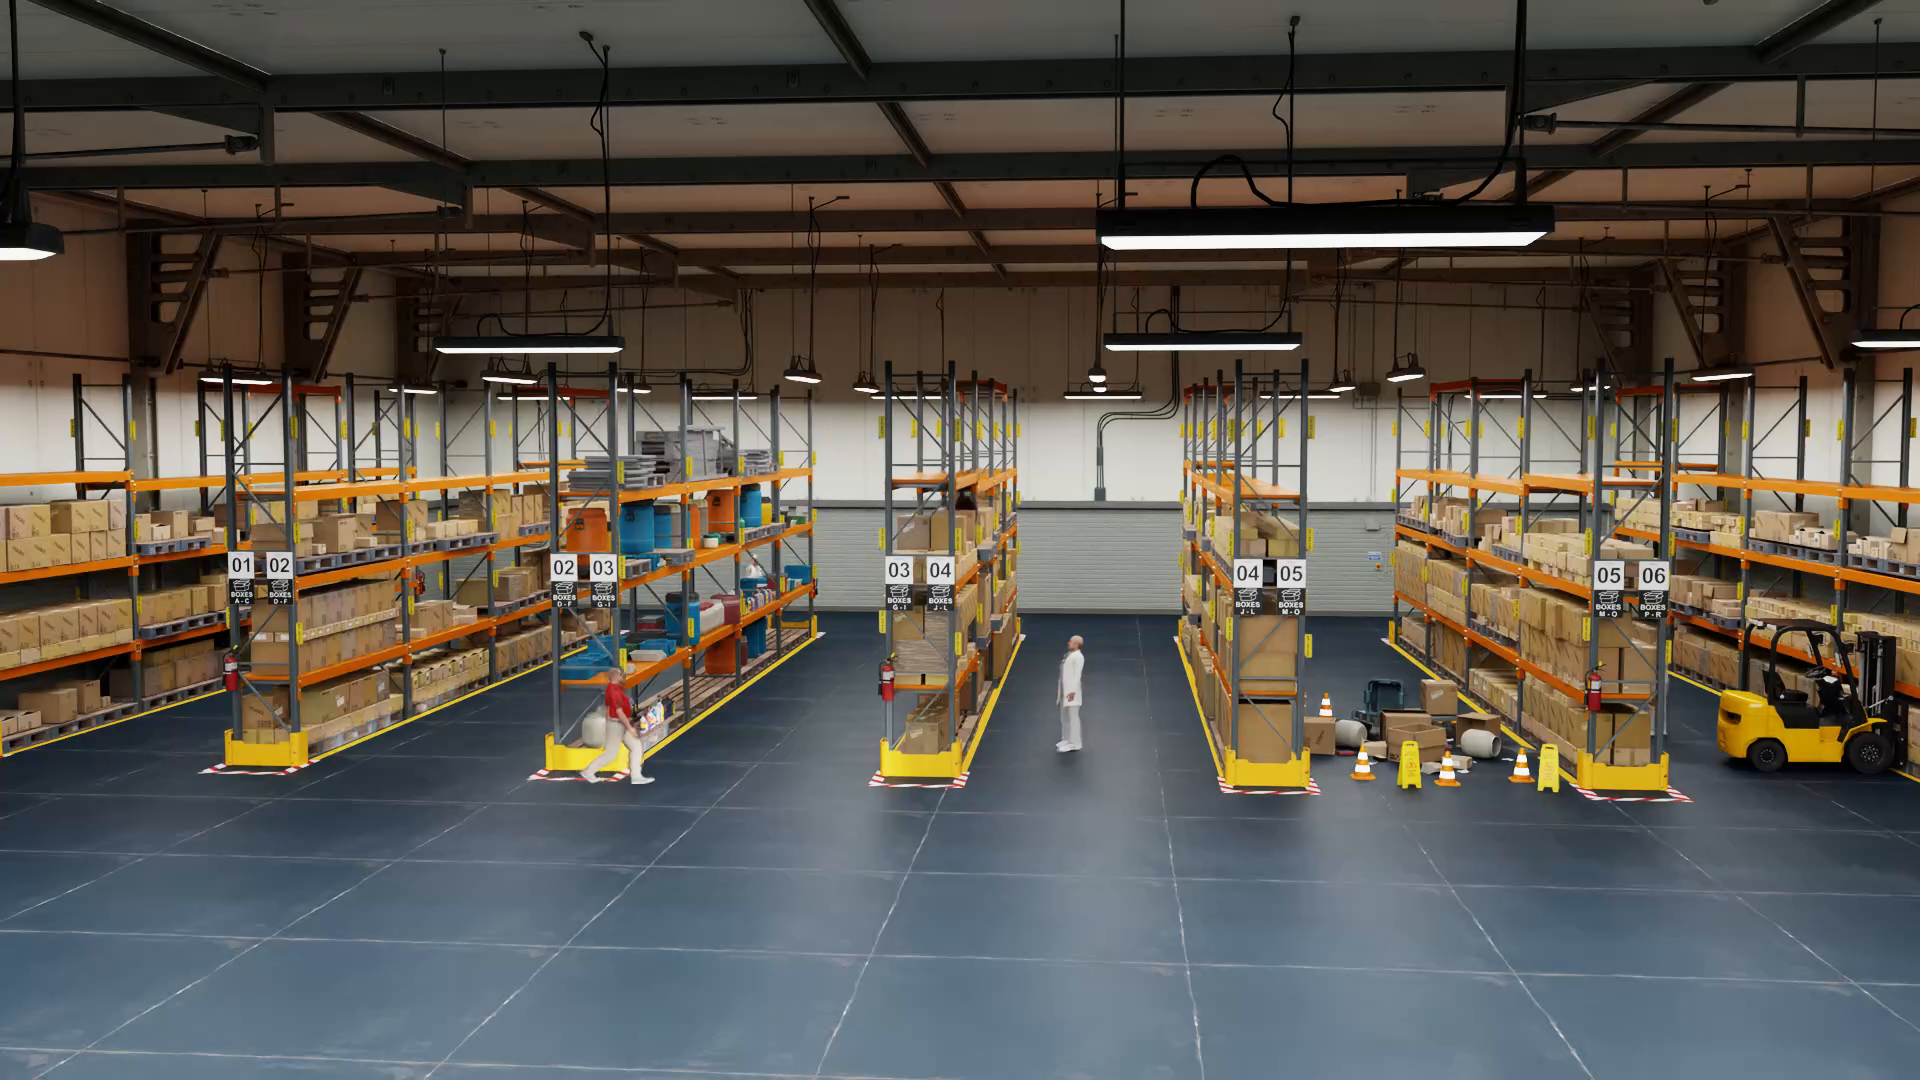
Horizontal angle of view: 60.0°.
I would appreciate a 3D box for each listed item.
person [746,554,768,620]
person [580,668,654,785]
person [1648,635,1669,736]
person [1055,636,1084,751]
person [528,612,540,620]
[{"bbox_3d":[-5.424,1.250,43.941,1.041,1.751,0.631,2,4,28],"label":"person"},{"bbox_3d":[-4.831,2.623,23.354,1.005,1.670,0.544,0,4,8],"label":"person"},{"bbox_3d":[11.488,2.372,27.436,0.415,1.672,0.505,3,5,38],"label":"person"},{"bbox_3d":[1.695,2.391,26.200,0.491,1.771,0.602,-2,4,-26],"label":"person"},{"bbox_3d":[-10.518,1.418,41.073,0.439,1.755,0.595,1,4,8],"label":"person"}]
